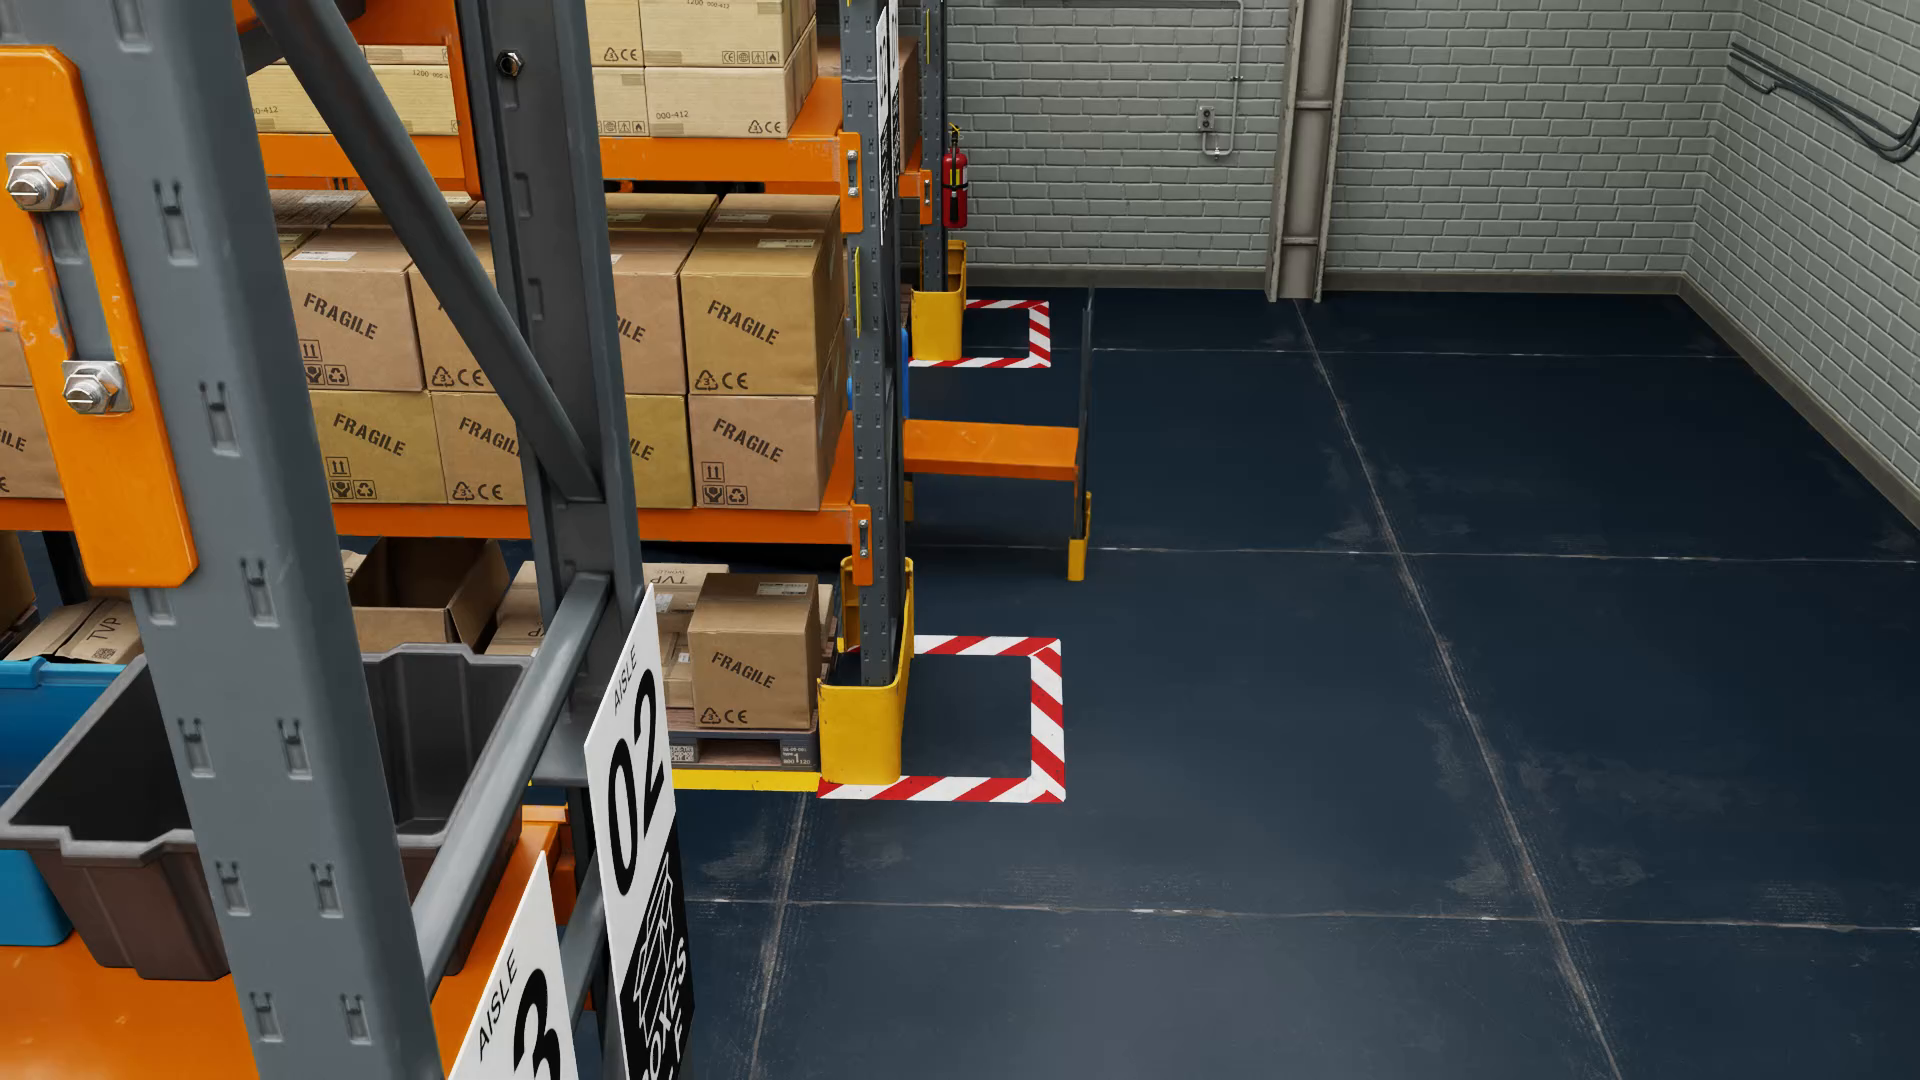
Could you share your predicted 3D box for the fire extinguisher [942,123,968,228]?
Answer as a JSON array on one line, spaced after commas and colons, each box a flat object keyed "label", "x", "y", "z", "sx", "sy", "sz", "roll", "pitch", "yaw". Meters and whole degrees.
[{"label": "fire extinguisher", "x": -0.035, "y": -2.433, "z": 11.119, "sx": 0.183, "sy": 0.674, "sz": 0.296, "roll": 1, "pitch": 28, "yaw": 2}]

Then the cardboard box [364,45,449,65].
[{"label": "cardboard box", "x": -1.862, "y": -1.919, "z": 6.092, "sx": 0.500, "sy": 0.250, "sz": 0.500, "roll": 1, "pitch": 28, "yaw": 2}]

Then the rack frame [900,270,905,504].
[{"label": "rack frame", "x": -0.358, "y": -0.636, "z": 8.849, "sx": 0.032, "sy": 1.500, "sz": 0.500, "roll": 3, "pitch": 28, "yaw": 6}]

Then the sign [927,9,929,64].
[{"label": "sign", "x": -0.203, "y": -3.213, "z": 10.620, "sx": 0.005, "sy": 0.325, "sz": 0.100, "roll": 1, "pitch": 28, "yaw": 2}]

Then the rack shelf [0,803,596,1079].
[{"label": "rack shelf", "x": -2.518, "y": 0.746, "z": 2.206, "sx": 4.000, "sy": 0.370, "sz": 1.077, "roll": 1, "pitch": 28, "yaw": 2}]

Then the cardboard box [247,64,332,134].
[{"label": "cardboard box", "x": -2.362, "y": -1.708, "z": 6.226, "sx": 0.500, "sy": 0.250, "sz": 0.500, "roll": 1, "pitch": 28, "yaw": 2}]

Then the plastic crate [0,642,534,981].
[{"label": "plastic crate", "x": -0.894, "y": 0.382, "z": 2.264, "sx": 0.590, "sy": 0.269, "sz": 0.497, "roll": 1, "pitch": 28, "yaw": 2}]

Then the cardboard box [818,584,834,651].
[{"label": "cardboard box", "x": -0.747, "y": 0.365, "z": 7.932, "sx": 0.250, "sy": 0.149, "sz": 0.380, "roll": 1, "pitch": 28, "yaw": 2}]

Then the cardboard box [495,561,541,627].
[{"label": "cardboard box", "x": -1.873, "y": 0.330, "z": 7.891, "sx": 0.500, "sy": 0.250, "sz": 0.500, "roll": 1, "pitch": 28, "yaw": 2}]

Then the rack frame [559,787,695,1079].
[{"label": "rack frame", "x": -0.519, "y": 1.786, "z": 2.678, "sx": 0.127, "sy": 3.000, "sz": 1.000, "roll": 1, "pitch": 28, "yaw": 2}]

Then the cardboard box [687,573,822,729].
[{"label": "cardboard box", "x": -0.893, "y": 0.484, "z": 7.333, "sx": 0.500, "sy": 0.500, "sz": 0.500, "roll": 1, "pitch": 28, "yaw": 2}]

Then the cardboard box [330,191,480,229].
[{"label": "cardboard box", "x": -2.305, "y": -1.173, "z": 7.085, "sx": 0.500, "sy": 0.500, "sz": 0.500, "roll": 1, "pitch": 28, "yaw": 1}]

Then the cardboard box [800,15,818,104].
[{"label": "cardboard box", "x": -0.845, "y": -1.919, "z": 6.624, "sx": 0.500, "sy": 0.250, "sz": 0.500, "roll": 1, "pitch": 28, "yaw": 2}]

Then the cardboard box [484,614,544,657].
[{"label": "cardboard box", "x": -1.841, "y": 0.565, "z": 7.448, "sx": 0.500, "sy": 0.250, "sz": 0.500, "roll": 1, "pitch": 28, "yaw": 2}]

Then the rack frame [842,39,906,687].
[{"label": "rack frame", "x": -0.341, "y": -0.532, "z": 7.051, "sx": 0.127, "sy": 3.000, "sz": 1.000, "roll": 1, "pitch": 28, "yaw": 2}]

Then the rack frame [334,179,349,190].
[{"label": "rack frame", "x": -4.167, "y": -2.917, "z": 11.550, "sx": 0.127, "sy": 3.000, "sz": 1.000, "roll": 1, "pitch": 28, "yaw": 2}]

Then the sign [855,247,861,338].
[{"label": "sign", "x": -0.380, "y": -0.924, "z": 6.217, "sx": 0.005, "sy": 0.325, "sz": 0.100, "roll": 1, "pitch": 28, "yaw": 2}]

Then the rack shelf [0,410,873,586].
[{"label": "rack shelf", "x": -2.339, "y": -0.247, "z": 7.282, "sx": 4.000, "sy": 0.370, "sz": 1.077, "roll": 1, "pitch": 28, "yaw": 2}]

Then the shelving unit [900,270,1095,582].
[{"label": "shelving unit", "x": 0.156, "y": -0.606, "z": 8.791, "sx": 1.083, "sy": 1.500, "sz": 0.587, "roll": 3, "pitch": 28, "yaw": 6}]

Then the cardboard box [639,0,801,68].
[{"label": "cardboard box", "x": -0.863, "y": -1.901, "z": 6.058, "sx": 0.500, "sy": 0.250, "sz": 0.500, "roll": 1, "pitch": 28, "yaw": 2}]

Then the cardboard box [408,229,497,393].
[{"label": "cardboard box", "x": -1.818, "y": -0.911, "z": 6.592, "sx": 0.500, "sy": 0.500, "sz": 0.500, "roll": 2, "pitch": 28, "yaw": 3}]

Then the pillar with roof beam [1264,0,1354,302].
[{"label": "pillar with roof beam", "x": 2.407, "y": -3.847, "z": 6.899, "sx": 0.400, "sy": 9.000, "sz": 9.100, "roll": 1, "pitch": 28, "yaw": 2}]

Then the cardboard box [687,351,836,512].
[{"label": "cardboard box", "x": -0.798, "y": -0.456, "z": 6.801, "sx": 0.500, "sy": 0.500, "sz": 0.500, "roll": 2, "pitch": 28, "yaw": 3}]

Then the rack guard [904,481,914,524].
[{"label": "rack guard", "x": -0.338, "y": -0.083, "z": 9.140, "sx": 0.087, "sy": 0.250, "sz": 0.587, "roll": 3, "pitch": 28, "yaw": 6}]

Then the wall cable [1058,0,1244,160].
[{"label": "wall cable", "x": 1.143, "y": -3.721, "z": 11.983, "sx": 1.851, "sy": 1.984, "sz": 0.084, "roll": 1, "pitch": 28, "yaw": 2}]

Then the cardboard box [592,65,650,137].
[{"label": "cardboard box", "x": -1.363, "y": -1.690, "z": 6.192, "sx": 0.500, "sy": 0.250, "sz": 0.500, "roll": 1, "pitch": 28, "yaw": 2}]

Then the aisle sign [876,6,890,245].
[{"label": "aisle sign", "x": -0.283, "y": -1.536, "z": 6.170, "sx": 0.004, "sy": 0.787, "sz": 0.394, "roll": 1, "pitch": 28, "yaw": 2}]

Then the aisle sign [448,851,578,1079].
[{"label": "aisle sign", "x": -0.458, "y": 0.776, "z": 1.808, "sx": 0.004, "sy": 0.787, "sz": 0.394, "roll": 1, "pitch": 28, "yaw": 2}]

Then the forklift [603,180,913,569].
[{"label": "forklift", "x": -1.848, "y": -1.528, "z": 9.004, "sx": 3.031, "sy": 2.935, "sz": 1.130, "roll": 8, "pitch": 29, "yaw": 15}]

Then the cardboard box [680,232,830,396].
[{"label": "cardboard box", "x": -0.795, "y": -0.897, "z": 6.565, "sx": 0.500, "sy": 0.500, "sz": 0.500, "roll": 1, "pitch": 28, "yaw": 1}]

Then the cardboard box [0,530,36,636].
[{"label": "cardboard box", "x": -4.813, "y": 0.190, "z": 7.889, "sx": 0.500, "sy": 0.500, "sz": 0.500, "roll": 0, "pitch": 28, "yaw": -1}]

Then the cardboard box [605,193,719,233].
[{"label": "cardboard box", "x": -1.298, "y": -1.154, "z": 7.050, "sx": 0.500, "sy": 0.500, "sz": 0.500, "roll": 1, "pitch": 28, "yaw": 2}]

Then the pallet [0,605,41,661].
[{"label": "pallet", "x": -5.152, "y": 0.638, "z": 7.821, "sx": 1.213, "sy": 0.211, "sz": 1.003, "roll": 1, "pitch": 28, "yaw": 2}]

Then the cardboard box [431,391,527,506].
[{"label": "cardboard box", "x": -1.815, "y": -0.474, "z": 6.835, "sx": 0.500, "sy": 0.500, "sz": 0.500, "roll": 1, "pitch": 28, "yaw": 2}]

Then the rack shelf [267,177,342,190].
[{"label": "rack shelf", "x": -6.166, "y": -2.632, "z": 11.781, "sx": 4.000, "sy": 0.370, "sz": 1.077, "roll": 1, "pitch": 28, "yaw": 2}]

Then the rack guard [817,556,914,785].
[{"label": "rack guard", "x": -0.417, "y": 0.571, "z": 7.639, "sx": 0.348, "sy": 0.500, "sz": 1.175, "roll": 1, "pitch": 28, "yaw": 2}]

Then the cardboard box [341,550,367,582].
[{"label": "cardboard box", "x": -3.009, "y": 0.284, "z": 7.912, "sx": 0.500, "sy": 0.311, "sz": 0.500, "roll": 1, "pitch": 28, "yaw": 2}]

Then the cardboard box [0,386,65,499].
[{"label": "cardboard box", "x": -3.838, "y": -0.507, "z": 6.896, "sx": 0.500, "sy": 0.500, "sz": 0.500, "roll": 2, "pitch": 28, "yaw": 3}]

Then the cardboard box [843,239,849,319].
[{"label": "cardboard box", "x": -0.873, "y": -1.897, "z": 11.846, "sx": 0.500, "sy": 0.500, "sz": 0.700, "roll": 1, "pitch": 28, "yaw": 2}]

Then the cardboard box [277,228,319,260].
[{"label": "cardboard box", "x": -2.848, "y": -0.928, "z": 6.623, "sx": 0.500, "sy": 0.500, "sz": 0.500, "roll": 0, "pitch": 28, "yaw": 0}]
